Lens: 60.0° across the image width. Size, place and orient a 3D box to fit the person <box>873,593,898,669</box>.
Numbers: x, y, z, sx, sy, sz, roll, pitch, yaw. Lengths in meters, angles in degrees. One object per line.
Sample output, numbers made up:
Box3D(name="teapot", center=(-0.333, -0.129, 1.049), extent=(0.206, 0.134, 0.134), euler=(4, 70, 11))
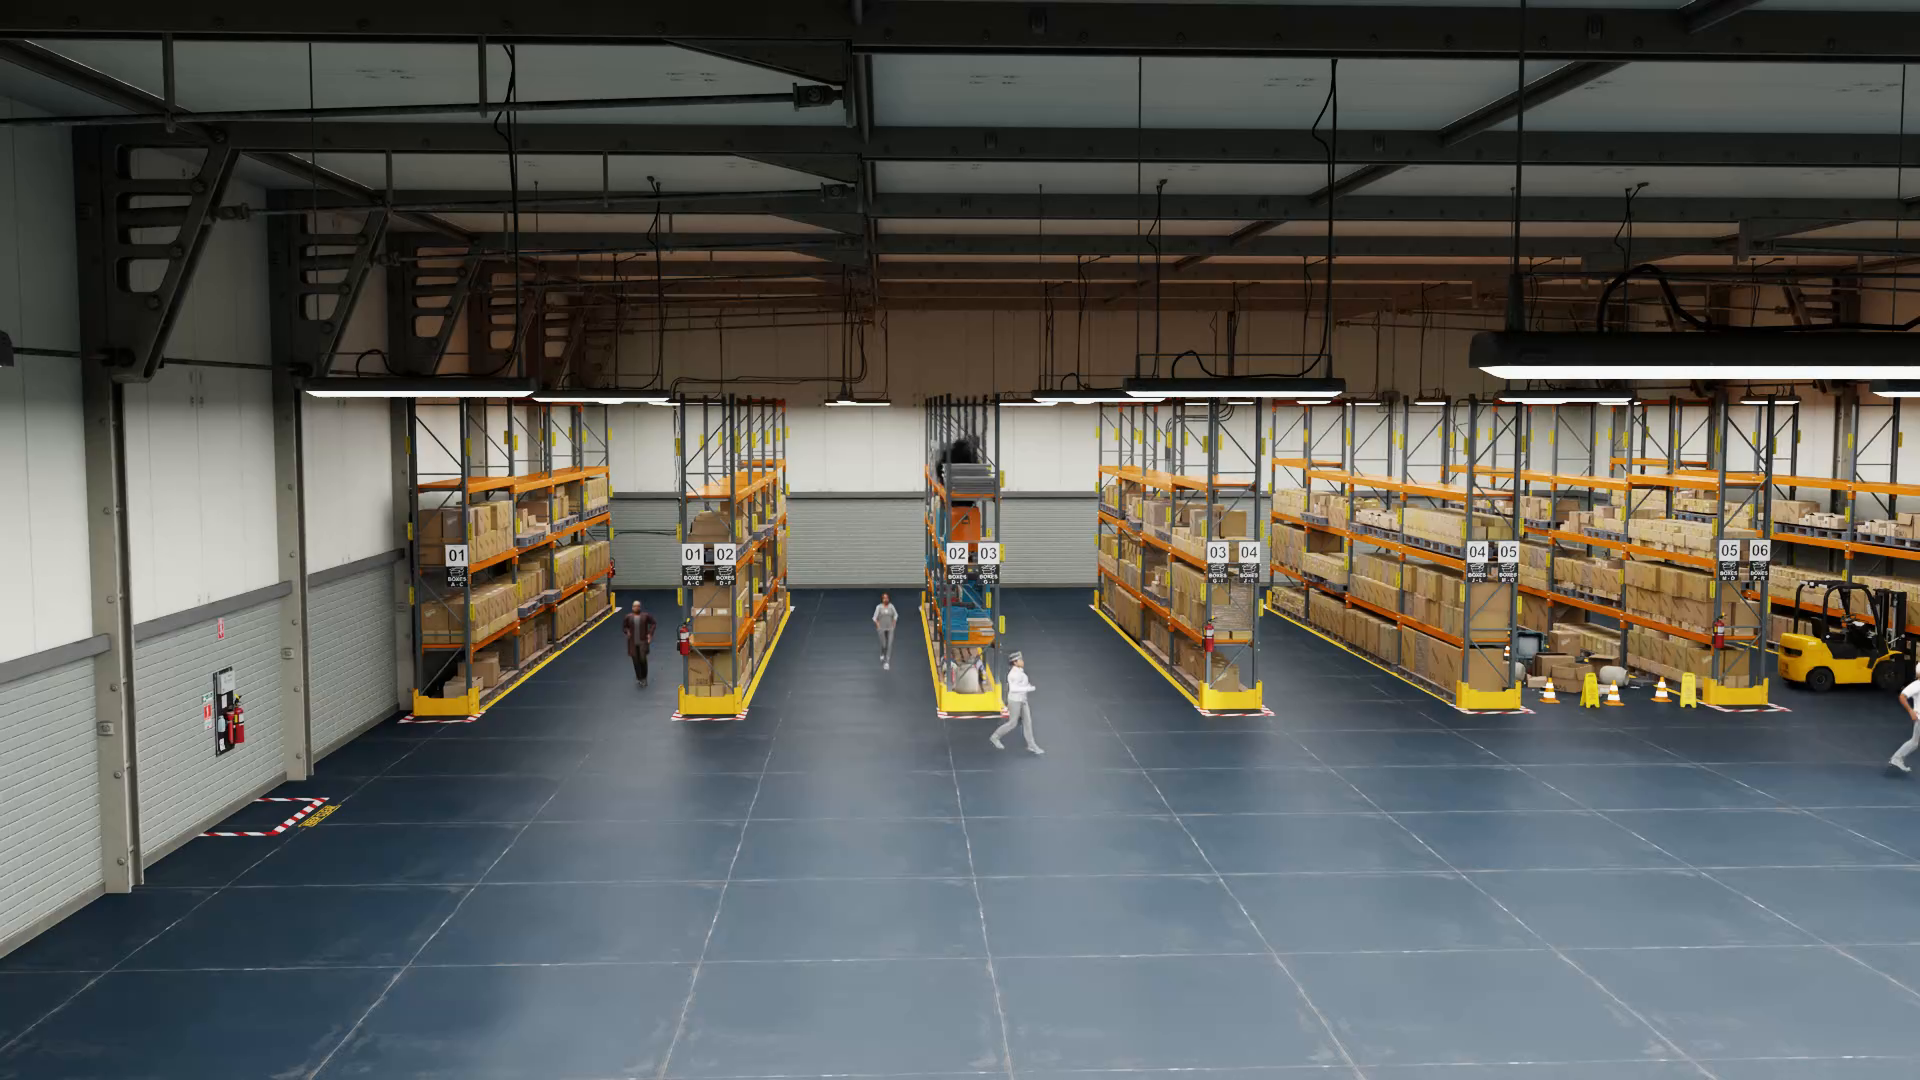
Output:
Box3D(name="person", center=(-1.555, 1.900, 34.931), extent=(0.536, 1.584, 0.583), euler=(-1, 5, -11))

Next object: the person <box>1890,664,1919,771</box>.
Box3D(name="person", center=(14.892, 2.794, 25.709), extent=(0.876, 1.806, 0.683), euler=(4, 6, 39))

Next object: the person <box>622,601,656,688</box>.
Box3D(name="person", center=(-6.611, 2.156, 34.175), extent=(0.681, 1.784, 0.774), euler=(0, 5, -2))

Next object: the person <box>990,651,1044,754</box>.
Box3D(name="person", center=(0.942, 2.681, 27.516), extent=(0.920, 1.701, 0.612), euler=(2, 5, 20))
